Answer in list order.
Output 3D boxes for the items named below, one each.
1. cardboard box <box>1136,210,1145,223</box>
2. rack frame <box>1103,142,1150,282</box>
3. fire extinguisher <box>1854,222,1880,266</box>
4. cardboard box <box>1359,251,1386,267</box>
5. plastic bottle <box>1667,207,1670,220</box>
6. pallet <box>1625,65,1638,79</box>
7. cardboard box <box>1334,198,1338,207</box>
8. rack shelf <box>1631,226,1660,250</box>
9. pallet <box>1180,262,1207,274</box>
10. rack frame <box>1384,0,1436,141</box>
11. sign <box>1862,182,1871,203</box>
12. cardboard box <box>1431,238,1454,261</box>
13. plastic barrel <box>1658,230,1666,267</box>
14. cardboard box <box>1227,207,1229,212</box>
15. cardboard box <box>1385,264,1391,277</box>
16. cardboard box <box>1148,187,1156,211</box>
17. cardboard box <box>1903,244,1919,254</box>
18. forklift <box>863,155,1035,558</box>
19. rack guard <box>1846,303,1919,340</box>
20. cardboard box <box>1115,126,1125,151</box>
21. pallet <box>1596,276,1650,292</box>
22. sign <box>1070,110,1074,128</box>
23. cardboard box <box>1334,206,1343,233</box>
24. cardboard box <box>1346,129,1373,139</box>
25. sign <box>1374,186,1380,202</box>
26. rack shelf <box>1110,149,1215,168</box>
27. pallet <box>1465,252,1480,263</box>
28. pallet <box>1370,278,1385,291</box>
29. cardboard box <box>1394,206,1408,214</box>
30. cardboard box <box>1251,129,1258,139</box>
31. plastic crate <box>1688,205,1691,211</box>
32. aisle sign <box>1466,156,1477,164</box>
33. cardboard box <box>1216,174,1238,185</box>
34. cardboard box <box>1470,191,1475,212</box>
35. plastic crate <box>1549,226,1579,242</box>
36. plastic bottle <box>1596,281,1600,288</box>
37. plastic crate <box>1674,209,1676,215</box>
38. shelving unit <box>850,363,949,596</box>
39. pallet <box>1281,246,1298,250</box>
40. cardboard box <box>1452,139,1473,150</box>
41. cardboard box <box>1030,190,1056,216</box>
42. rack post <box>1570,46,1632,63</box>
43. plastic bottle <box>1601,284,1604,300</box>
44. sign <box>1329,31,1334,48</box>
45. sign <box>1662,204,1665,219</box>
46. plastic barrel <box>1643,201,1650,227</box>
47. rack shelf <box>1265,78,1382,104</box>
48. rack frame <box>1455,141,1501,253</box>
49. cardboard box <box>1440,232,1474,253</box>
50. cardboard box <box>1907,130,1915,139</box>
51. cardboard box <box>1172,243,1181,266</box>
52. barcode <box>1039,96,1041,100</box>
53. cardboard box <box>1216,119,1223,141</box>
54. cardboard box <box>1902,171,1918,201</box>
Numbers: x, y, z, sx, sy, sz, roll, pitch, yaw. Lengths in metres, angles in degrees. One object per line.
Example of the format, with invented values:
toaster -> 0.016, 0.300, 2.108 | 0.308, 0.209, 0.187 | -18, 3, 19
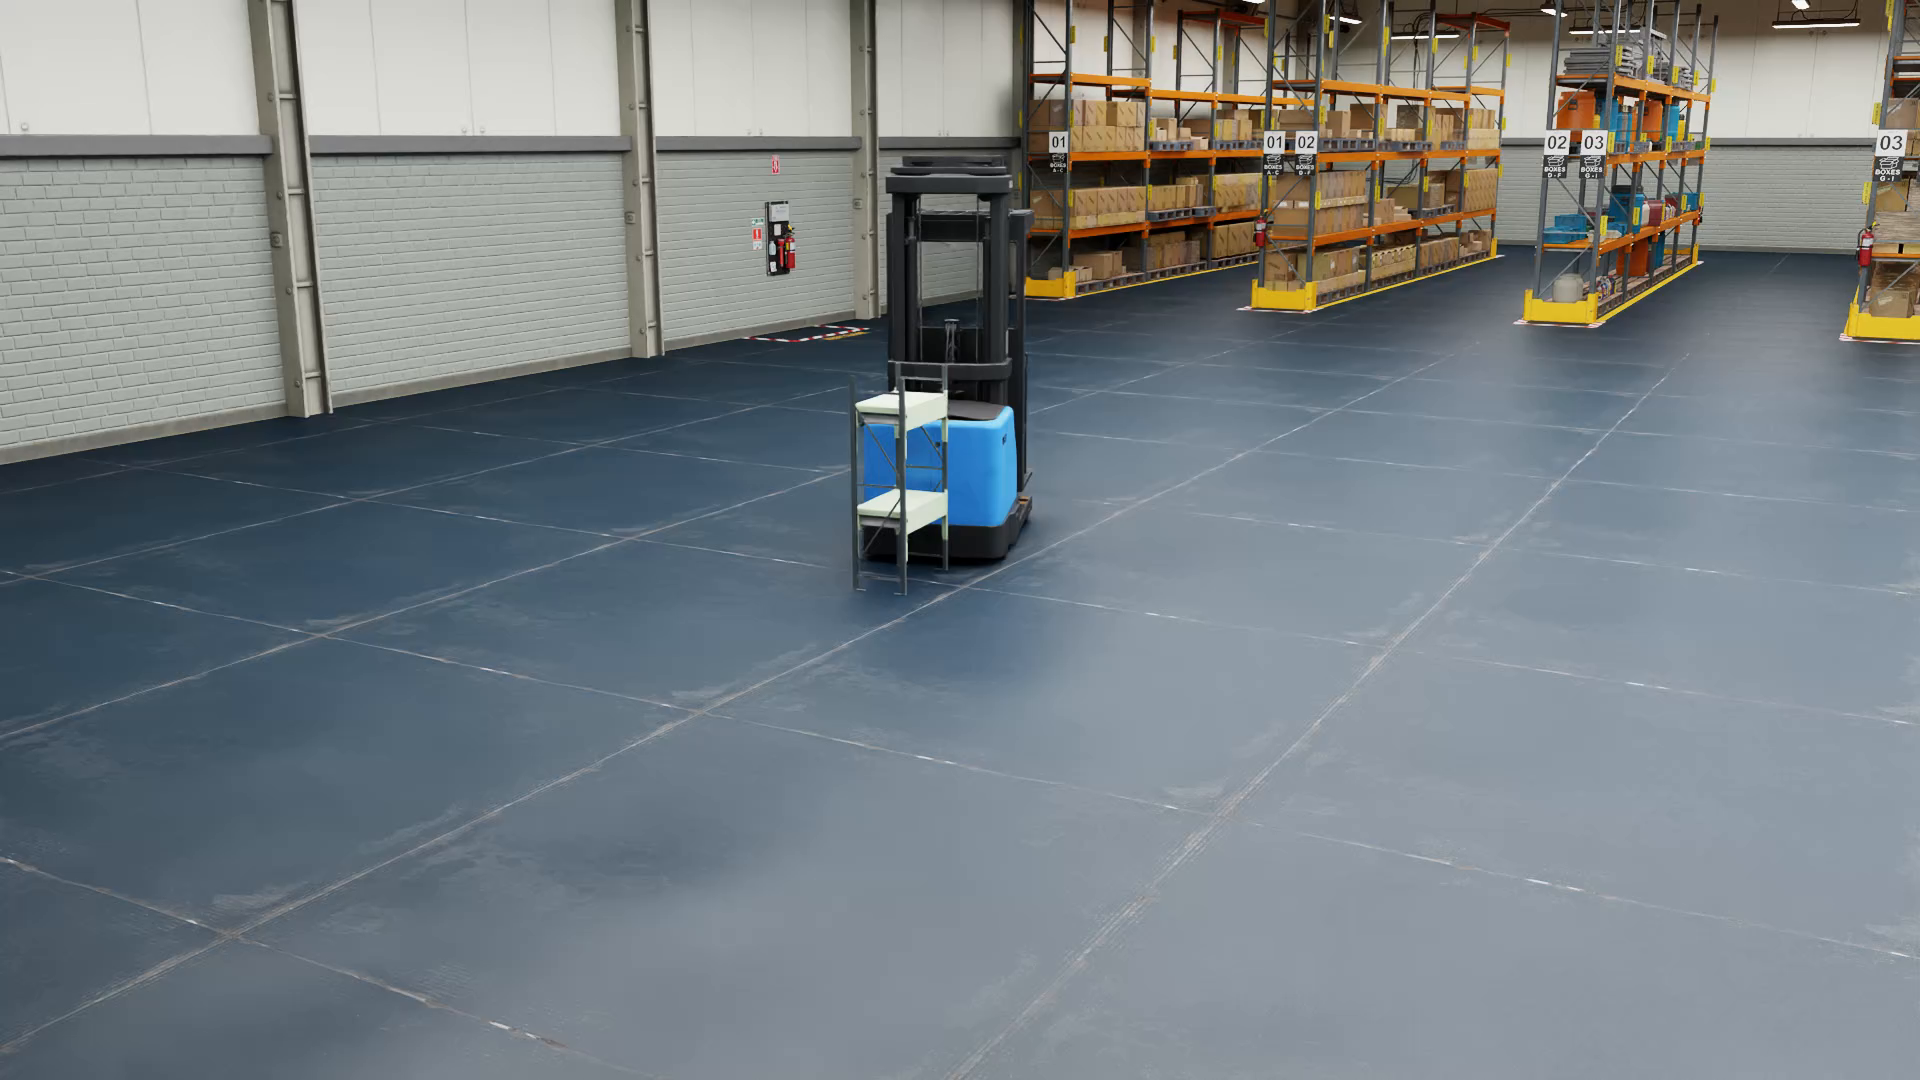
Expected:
cardboard box -> 3.663, -6.975, 35.842 | 0.500, 0.250, 0.500 | 7, 15, 28
rack frame -> 3.626, -7.170, 36.373 | 1.000, 3.000, 0.127 | 7, 15, 28
fire extinguisher -> 14.242, -4.657, 26.113 | 0.296, 0.674, 0.183 | 7, 15, 28
cardboard box -> 8.629, -5.908, 34.913 | 0.500, 0.311, 0.500 | 7, 15, 27
plastic bottle -> 15.838, -7.332, 37.312 | 0.152, 0.276, 0.135 | 7, 15, 28
pallet -> 11.336, -8.254, 29.326 | 1.003, 0.211, 1.213 | 7, 15, 28
cardboard box -> 7.030, -6.473, 31.886 | 0.380, 0.149, 0.250 | 7, 15, 27
rack shelf -> 13.266, -6.108, 33.503 | 1.077, 0.370, 4.000 | 7, 15, 28
pallet -> 5.181, -6.475, 39.439 | 1.003, 0.211, 1.213 | 7, 15, 28
rack frame -> 9.898, -10.346, 36.749 | 1.000, 3.000, 0.127 | 7, 15, 28
sign -> 14.225, -5.449, 26.090 | 0.100, 0.325, 0.005 | 7, 15, 28
cardboard box -> 11.598, -7.015, 40.126 | 0.500, 0.500, 0.500 | 7, 15, 28
plastic barrel -> 15.888, -6.763, 38.267 | 0.600, 0.901, 0.708 | 7, 15, 28
cardboard box -> 6.385, -8.135, 40.869 | 0.380, 0.149, 0.250 | 8, 16, 29
cardboard box -> 8.873, -5.743, 35.424 | 0.500, 0.250, 0.500 | 7, 15, 26
cardboard box -> 3.902, -7.533, 36.727 | 0.700, 0.500, 0.500 | 7, 15, 28
cardboard box -> 15.047, -4.575, 26.145 | 0.380, 0.149, 0.250 | 7, 15, 28
forklift -> 0.005, -1.586, 13.359 | 1.130, 2.935, 3.031 | 2, 14, 8
rack guard -> 14.738, -3.466, 26.343 | 1.175, 0.500, 0.348 | 7, 15, 28
cardboard box -> 3.108, -8.334, 34.547 | 0.500, 0.500, 0.500 | 7, 15, 26
pallet -> 13.824, -5.358, 34.807 | 1.003, 0.211, 1.213 | 7, 15, 28
sign -> 2.168, -8.171, 32.260 | 0.100, 0.325, 0.005 | 7, 15, 28
cardboard box -> 7.014, -6.249, 32.342 | 0.700, 0.500, 0.500 | 8, 16, 30
cardboard box -> 8.271, -8.324, 34.185 | 0.500, 0.250, 0.500 | 9, 16, 34
sign -> 8.451, -7.006, 33.678 | 0.100, 0.325, 0.005 | 7, 15, 28
rack shelf -> 4.593, -8.688, 37.807 | 1.077, 0.370, 4.000 | 7, 15, 28
pallet -> 12.753, -7.287, 42.809 | 1.003, 0.211, 1.213 | 7, 15, 28
pallet -> 8.287, -5.409, 35.020 | 1.003, 0.211, 1.213 | 7, 15, 28
cardboard box -> 9.684, -7.317, 37.173 | 0.500, 0.311, 0.500 | 9, 16, 32
cardboard box -> 7.619, -10.616, 43.478 | 0.500, 0.250, 0.500 | 8, 15, 29
plastic crate -> 17.864, -8.222, 41.174 | 0.396, 0.136, 0.243 | 7, 15, 28
aisle sign -> 13.541, -10.382, 44.151 | 0.394, 0.787, 0.004 | 7, 15, 28
cardboard box -> 6.503, -8.835, 40.790 | 0.500, 0.250, 0.500 | 7, 15, 28
cardboard box -> 12.562, -8.478, 41.587 | 0.500, 0.500, 0.500 | 8, 16, 29
plastic crate -> 10.664, -5.423, 29.447 | 0.499, 0.251, 0.408 | 7, 15, 28
plastic bottle -> 11.815, -4.649, 30.775 | 0.061, 0.283, 0.133 | 7, 15, 28
plastic crate -> 16.516, -7.669, 38.878 | 0.396, 0.136, 0.243 | 7, 15, 28
shelving unit -> -0.416, -0.442, 11.666 | 0.431, 1.500, 0.755 | 6, 15, 22
pallet -> 8.519, -7.854, 45.160 | 1.003, 0.211, 1.213 | 7, 15, 28
cardboard box -> 12.284, -9.708, 40.819 | 0.500, 0.250, 0.500 | 7, 15, 28
cardboard box -> 1.734, -6.771, 33.397 | 0.500, 0.500, 0.500 | 7, 15, 27
rack post -> 11.274, -8.507, 29.282 | 0.937, 0.300, 0.954 | 7, 15, 27
plastic bottle -> 11.640, -4.501, 30.160 | 0.061, 0.283, 0.133 | 8, 16, 29
sign -> 7.484, -10.077, 33.471 | 0.100, 0.325, 0.005 | 7, 15, 28
sign -> 14.717, -6.886, 34.849 | 0.100, 0.325, 0.005 | 7, 15, 28
plastic barrel -> 13.922, -6.687, 34.132 | 0.421, 0.512, 0.421 | 0, 14, 0
rack shelf -> 6.998, -8.571, 31.774 | 1.077, 0.370, 4.000 | 7, 15, 28
rack frame -> 13.766, -9.071, 44.260 | 1.000, 3.000, 0.127 | 7, 15, 28
cardboard box -> 12.736, -7.637, 42.698 | 0.797, 0.503, 0.637 | 7, 15, 28
cardboard box -> 14.790, -6.377, 26.154 | 0.380, 0.149, 0.250 | 7, 15, 26
cardboard box -> 4.691, -6.638, 38.561 | 0.700, 0.500, 0.500 | 7, 15, 28
barcode -> 1.598, -8.836, 33.257 | 0.001, 0.075, 0.075 | 7, 15, 28
cardboard box -> 5.954, -9.932, 40.277 | 0.700, 0.500, 0.500 | 6, 15, 25
cardboard box -> 17.141, -6.129, 29.880 | 1.000, 1.000, 1.000 | 7, 15, 28
